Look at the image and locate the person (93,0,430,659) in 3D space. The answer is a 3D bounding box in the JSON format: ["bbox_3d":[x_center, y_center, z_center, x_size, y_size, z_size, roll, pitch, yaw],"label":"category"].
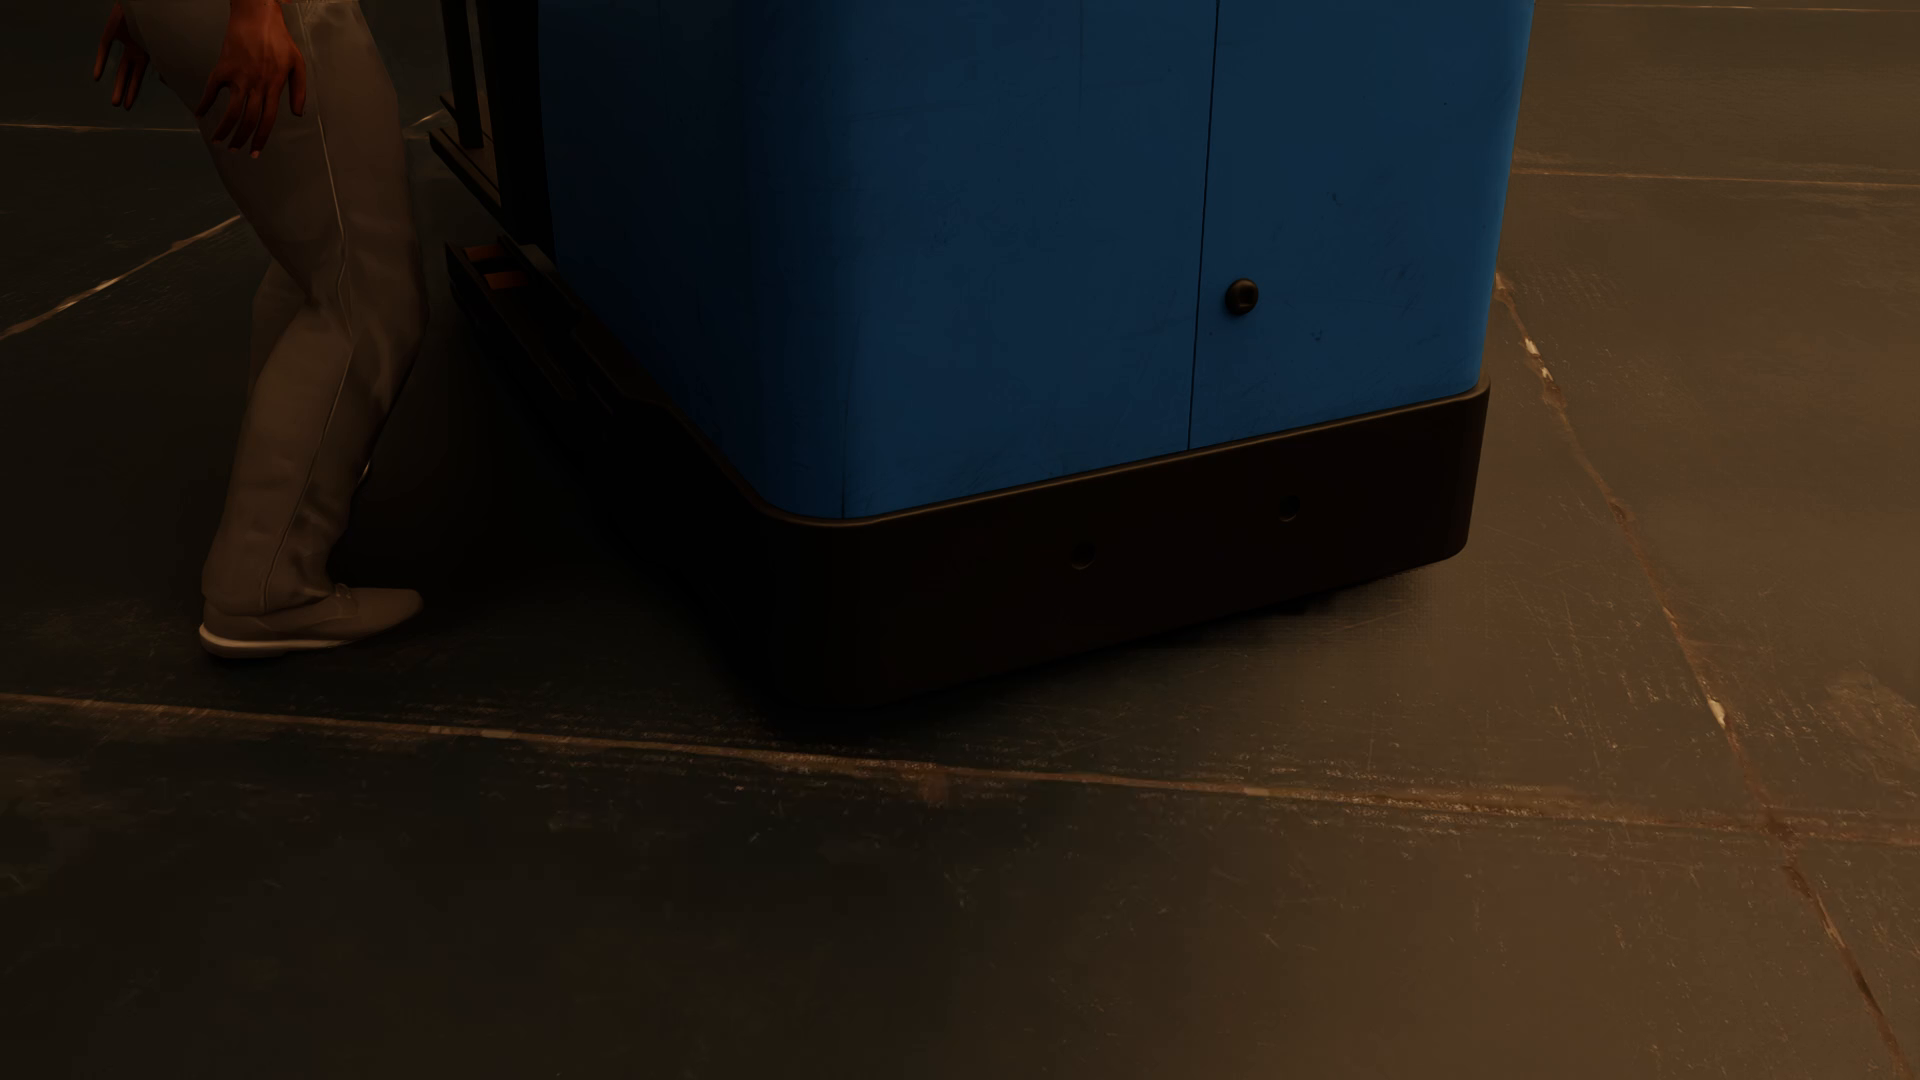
[{"bbox_3d":[-0.885,-0.658,2.047,0.431,1.635,0.810,-15,30,-27],"label":"person"}]

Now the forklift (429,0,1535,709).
[{"bbox_3d":[-0.384,-1.742,2.709,1.130,2.935,3.031,-12,29,-23],"label":"forklift"}]
